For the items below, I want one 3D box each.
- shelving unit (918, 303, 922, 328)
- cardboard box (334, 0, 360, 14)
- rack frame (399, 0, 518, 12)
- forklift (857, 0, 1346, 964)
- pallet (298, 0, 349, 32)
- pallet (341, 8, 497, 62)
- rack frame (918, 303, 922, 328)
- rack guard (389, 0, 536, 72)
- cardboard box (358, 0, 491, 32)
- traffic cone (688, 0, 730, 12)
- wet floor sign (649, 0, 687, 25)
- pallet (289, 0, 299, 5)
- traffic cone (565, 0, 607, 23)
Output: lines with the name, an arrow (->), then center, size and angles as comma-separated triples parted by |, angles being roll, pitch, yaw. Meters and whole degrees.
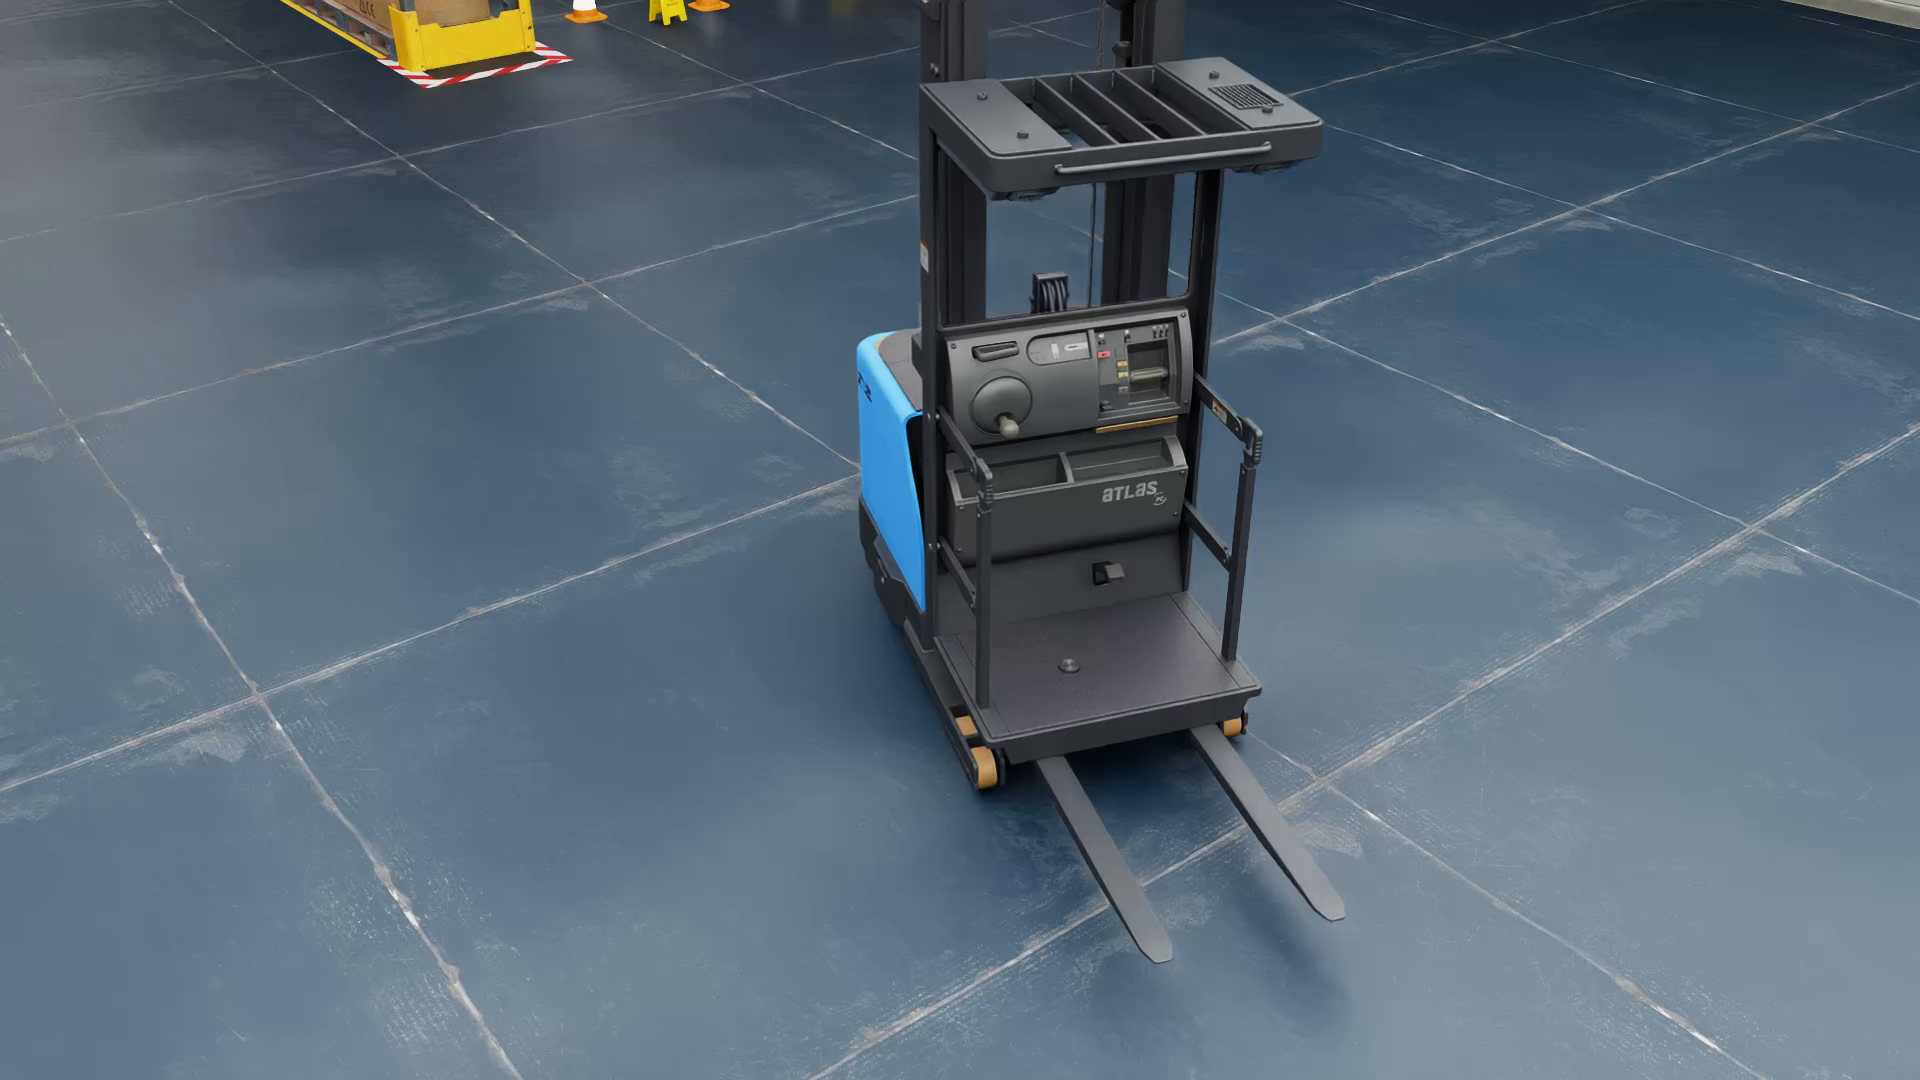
shelving unit -> -0.058, -0.569, 7.671 | 0.215, 1.050, 0.252 | -9, 33, -15
cardboard box -> -5.329, -5.421, 15.251 | 0.875, 0.875, 0.875 | -23, 39, -32
rack frame -> -4.320, -5.518, 13.791 | 1.000, 3.000, 0.127 | -22, 38, -31
forklift -> 0.472, -0.546, 5.852 | 1.130, 2.935, 3.031 | -9, 33, -15
pallet -> -5.616, -5.149, 15.841 | 1.003, 0.211, 1.213 | -22, 38, -31
pallet -> -4.872, -4.641, 15.023 | 1.003, 0.211, 1.213 | -22, 38, -31
rack frame -> -0.095, -0.630, 7.770 | 0.200, 1.050, 0.008 | -9, 33, -15
rack guard -> -4.305, -4.446, 14.434 | 1.175, 0.500, 0.348 | -22, 38, -31
cardboard box -> -4.788, -5.055, 14.661 | 0.875, 0.875, 0.875 | -22, 38, -31
traffic cone -> -2.422, -5.345, 15.917 | 0.336, 0.463, 0.334 | -22, 38, -31
wet floor sign -> -2.738, -5.146, 15.424 | 0.232, 0.644, 0.267 | 26, 40, 35
pallet -> -6.368, -5.658, 16.660 | 1.003, 0.211, 1.213 | -22, 38, -31
traffic cone -> -3.523, -5.121, 15.556 | 0.336, 0.463, 0.334 | -22, 38, -31
